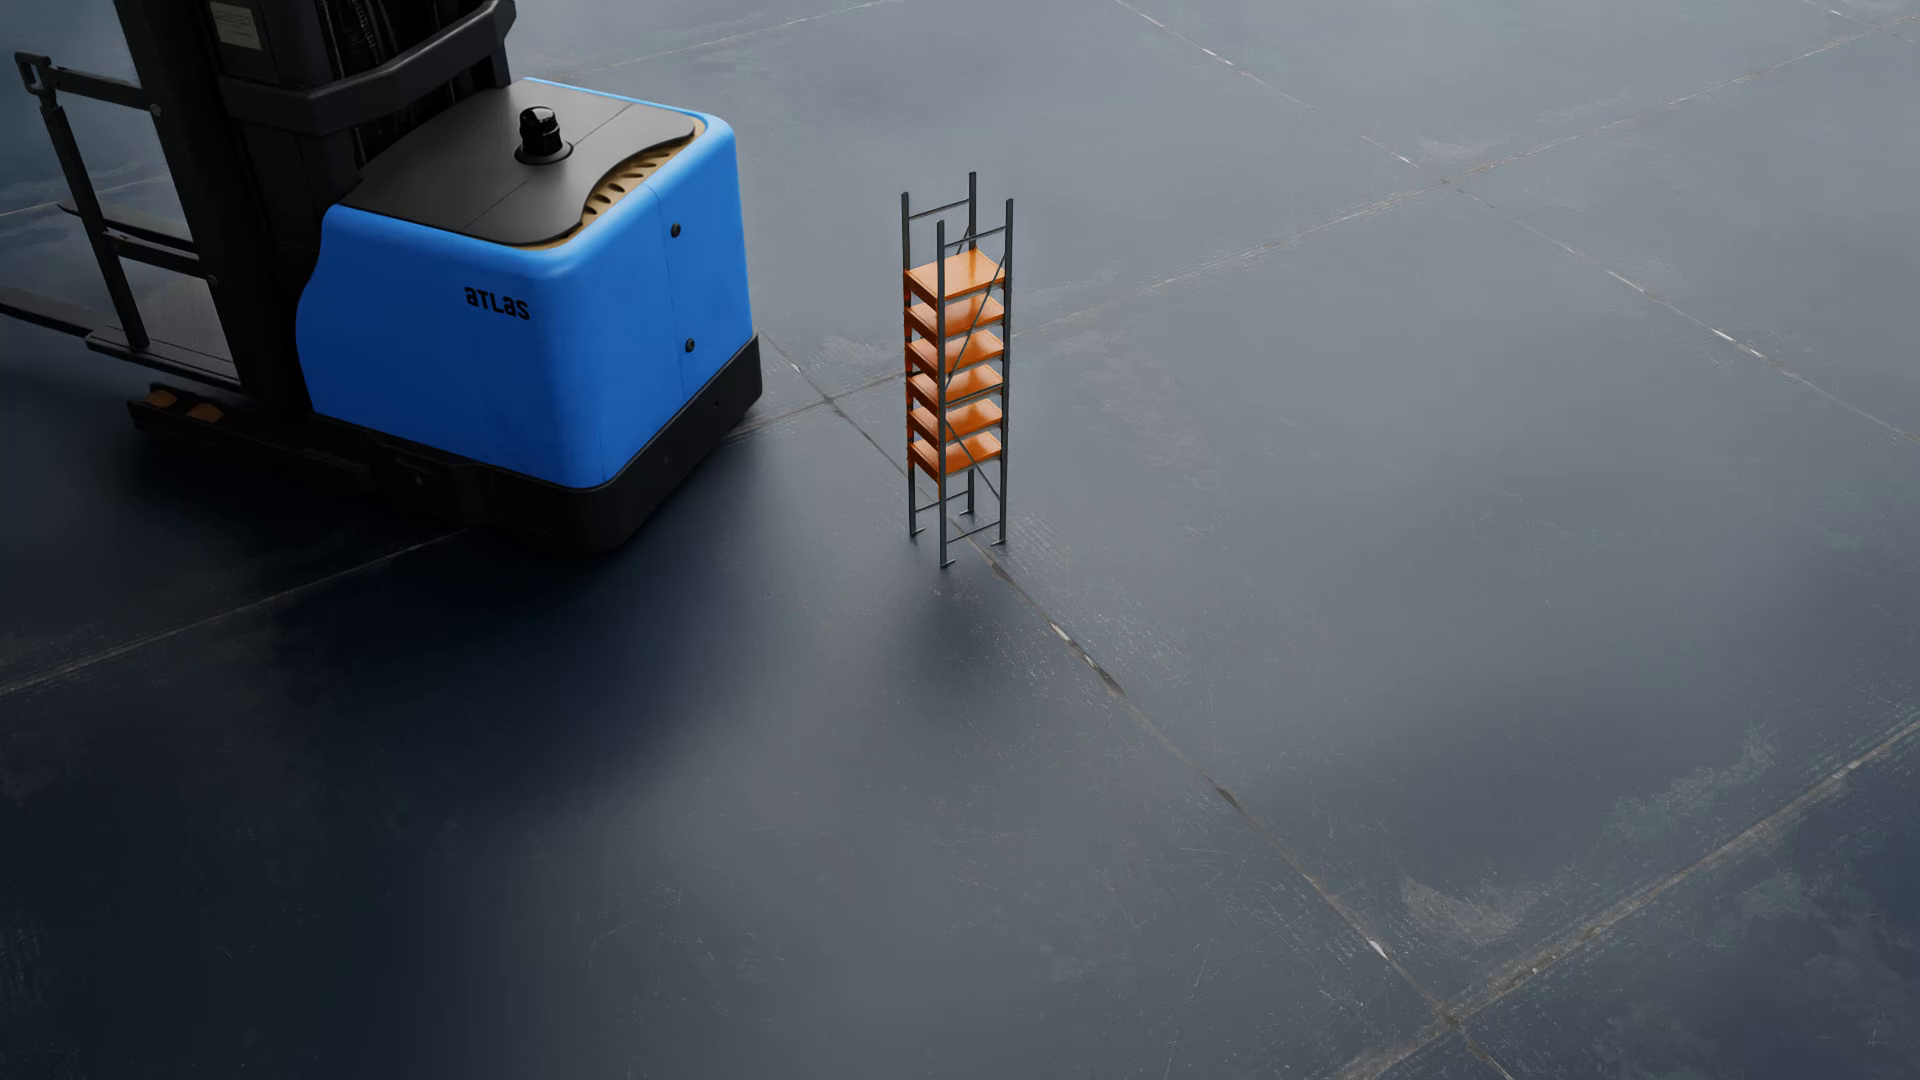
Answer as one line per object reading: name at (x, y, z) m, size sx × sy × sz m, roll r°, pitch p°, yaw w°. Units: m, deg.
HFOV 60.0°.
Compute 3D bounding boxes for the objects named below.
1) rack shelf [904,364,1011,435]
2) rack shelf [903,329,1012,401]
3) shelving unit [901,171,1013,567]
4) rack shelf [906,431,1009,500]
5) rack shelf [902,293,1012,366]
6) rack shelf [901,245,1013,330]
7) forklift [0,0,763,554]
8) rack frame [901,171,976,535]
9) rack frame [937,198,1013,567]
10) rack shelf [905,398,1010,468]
rack shelf at (-0.008, -0.435, 4.904) m, size 0.258 × 0.103 × 0.180 m, roll -22°, pitch 45°, yaw -24°
rack shelf at (-0.008, -0.527, 4.827) m, size 0.258 × 0.103 × 0.180 m, roll -22°, pitch 45°, yaw -24°
shelving unit at (-0.008, -0.469, 4.875) m, size 0.258 × 1.200 × 0.189 m, roll -22°, pitch 45°, yaw -24°
rack shelf at (-0.008, -0.250, 5.057) m, size 0.258 × 0.103 × 0.180 m, roll -22°, pitch 45°, yaw -24°
rack shelf at (-0.008, -0.619, 4.750) m, size 0.258 × 0.103 × 0.180 m, roll -22°, pitch 45°, yaw -24°
rack shelf at (-0.008, -0.711, 4.673) m, size 0.258 × 0.103 × 0.180 m, roll -22°, pitch 45°, yaw -24°
forklift at (-2.245, -1.708, 5.010) m, size 3.031 × 2.935 × 1.130 m, roll 16°, pitch 42°, yaw 18°
rack frame at (-0.057, -0.518, 4.935) m, size 0.240 × 1.200 × 0.006 m, roll -22°, pitch 45°, yaw -24°
rack frame at (0.041, -0.419, 4.816) m, size 0.240 × 1.200 × 0.006 m, roll -22°, pitch 45°, yaw -24°
rack shelf at (-0.008, -0.342, 4.981) m, size 0.258 × 0.103 × 0.180 m, roll -22°, pitch 45°, yaw -24°
